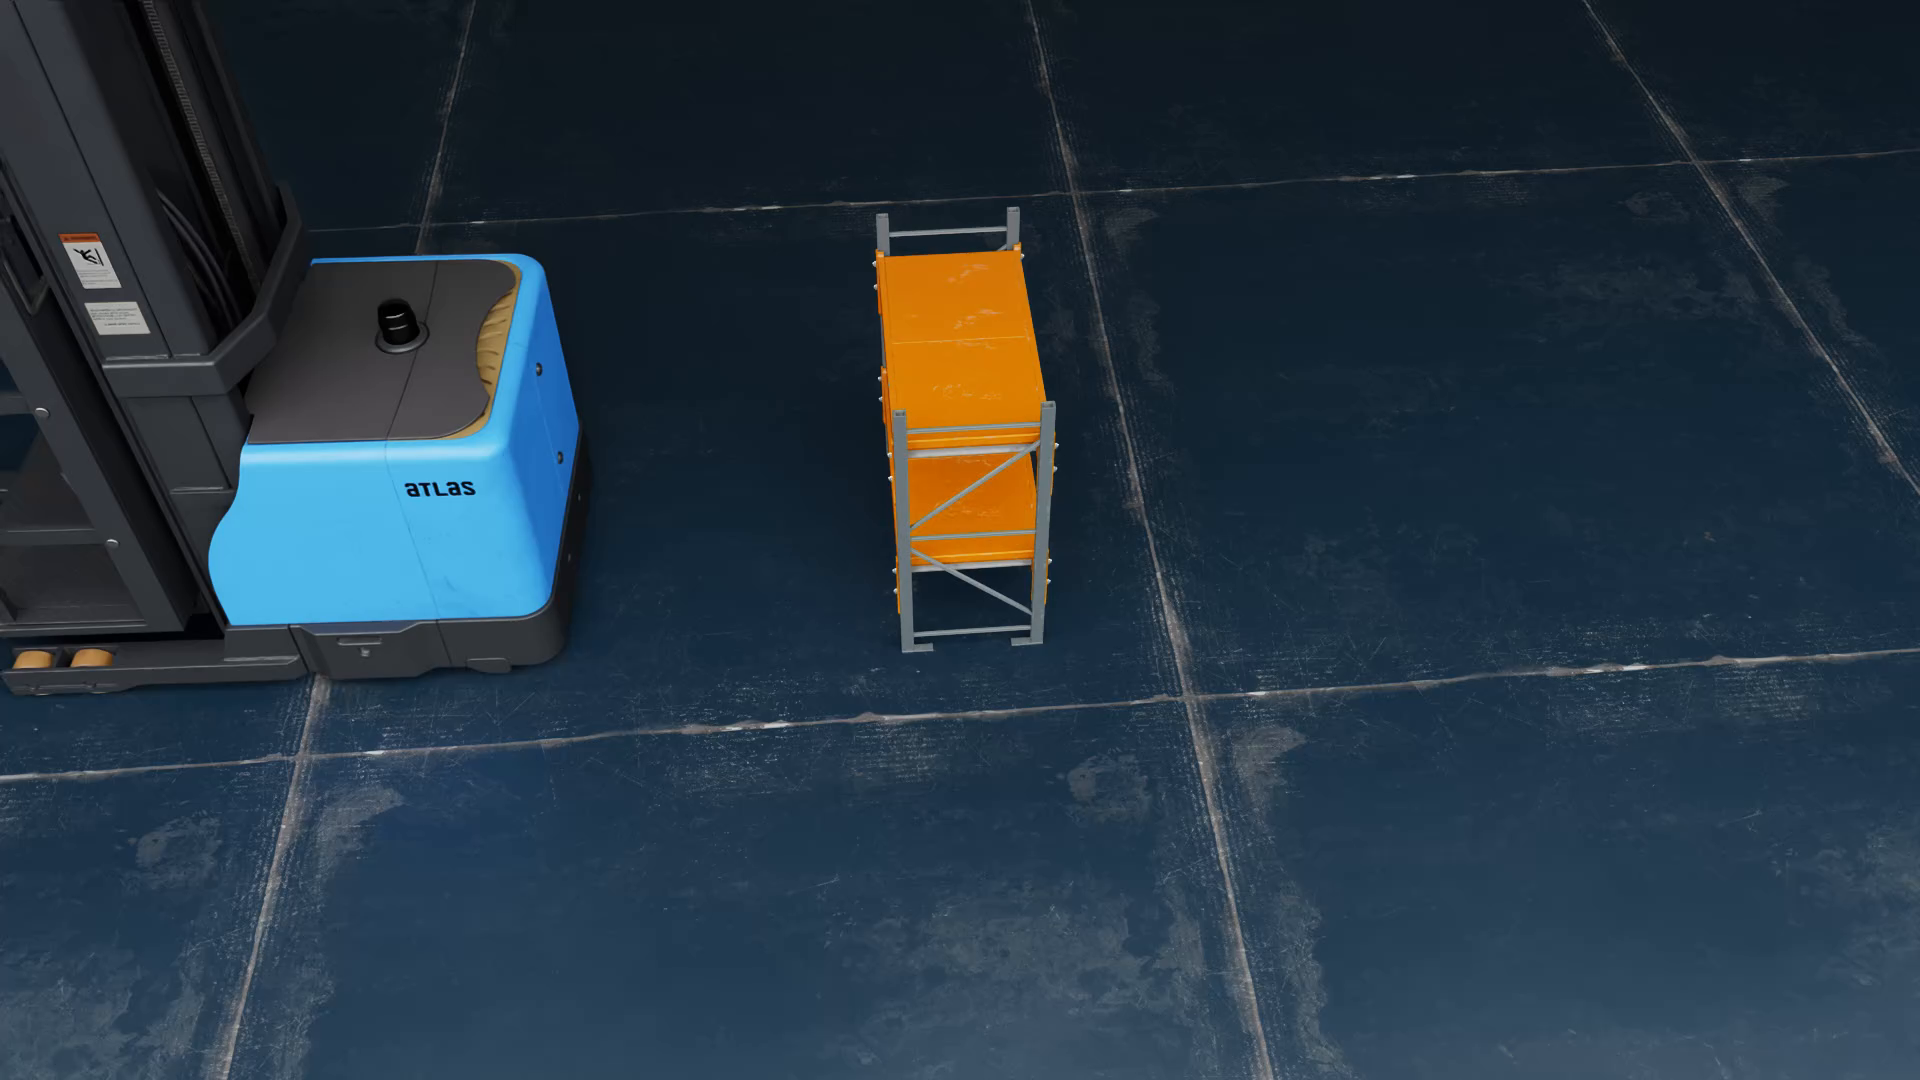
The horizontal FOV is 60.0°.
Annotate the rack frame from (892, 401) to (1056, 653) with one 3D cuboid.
[{"bbox_3d":[0.043,-0.014,5.489,0.500,1.125,0.032,-3,47,-3],"label":"rack frame"}]

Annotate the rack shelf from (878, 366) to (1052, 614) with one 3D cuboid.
[{"bbox_3d":[0.001,-0.214,6.014,0.538,0.278,1.000,-3,47,-3],"label":"rack shelf"}]

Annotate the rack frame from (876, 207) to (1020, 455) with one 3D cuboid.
[{"bbox_3d":[-0.042,-0.750,6.185,0.500,1.125,0.032,-3,47,-3],"label":"rack frame"}]

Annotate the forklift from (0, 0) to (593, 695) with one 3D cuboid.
[{"bbox_3d":[-2.907,-0.866,5.052,3.031,2.935,1.130,-2,47,-2],"label":"forklift"}]

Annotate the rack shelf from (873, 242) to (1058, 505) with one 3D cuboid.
[{"bbox_3d":[0.001,-0.583,5.624,0.538,0.278,1.000,-3,47,-3],"label":"rack shelf"}]

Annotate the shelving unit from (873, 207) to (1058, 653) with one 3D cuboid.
[{"bbox_3d":[0.001,-0.382,5.837,0.538,1.125,1.048,-3,47,-3],"label":"shelving unit"}]
